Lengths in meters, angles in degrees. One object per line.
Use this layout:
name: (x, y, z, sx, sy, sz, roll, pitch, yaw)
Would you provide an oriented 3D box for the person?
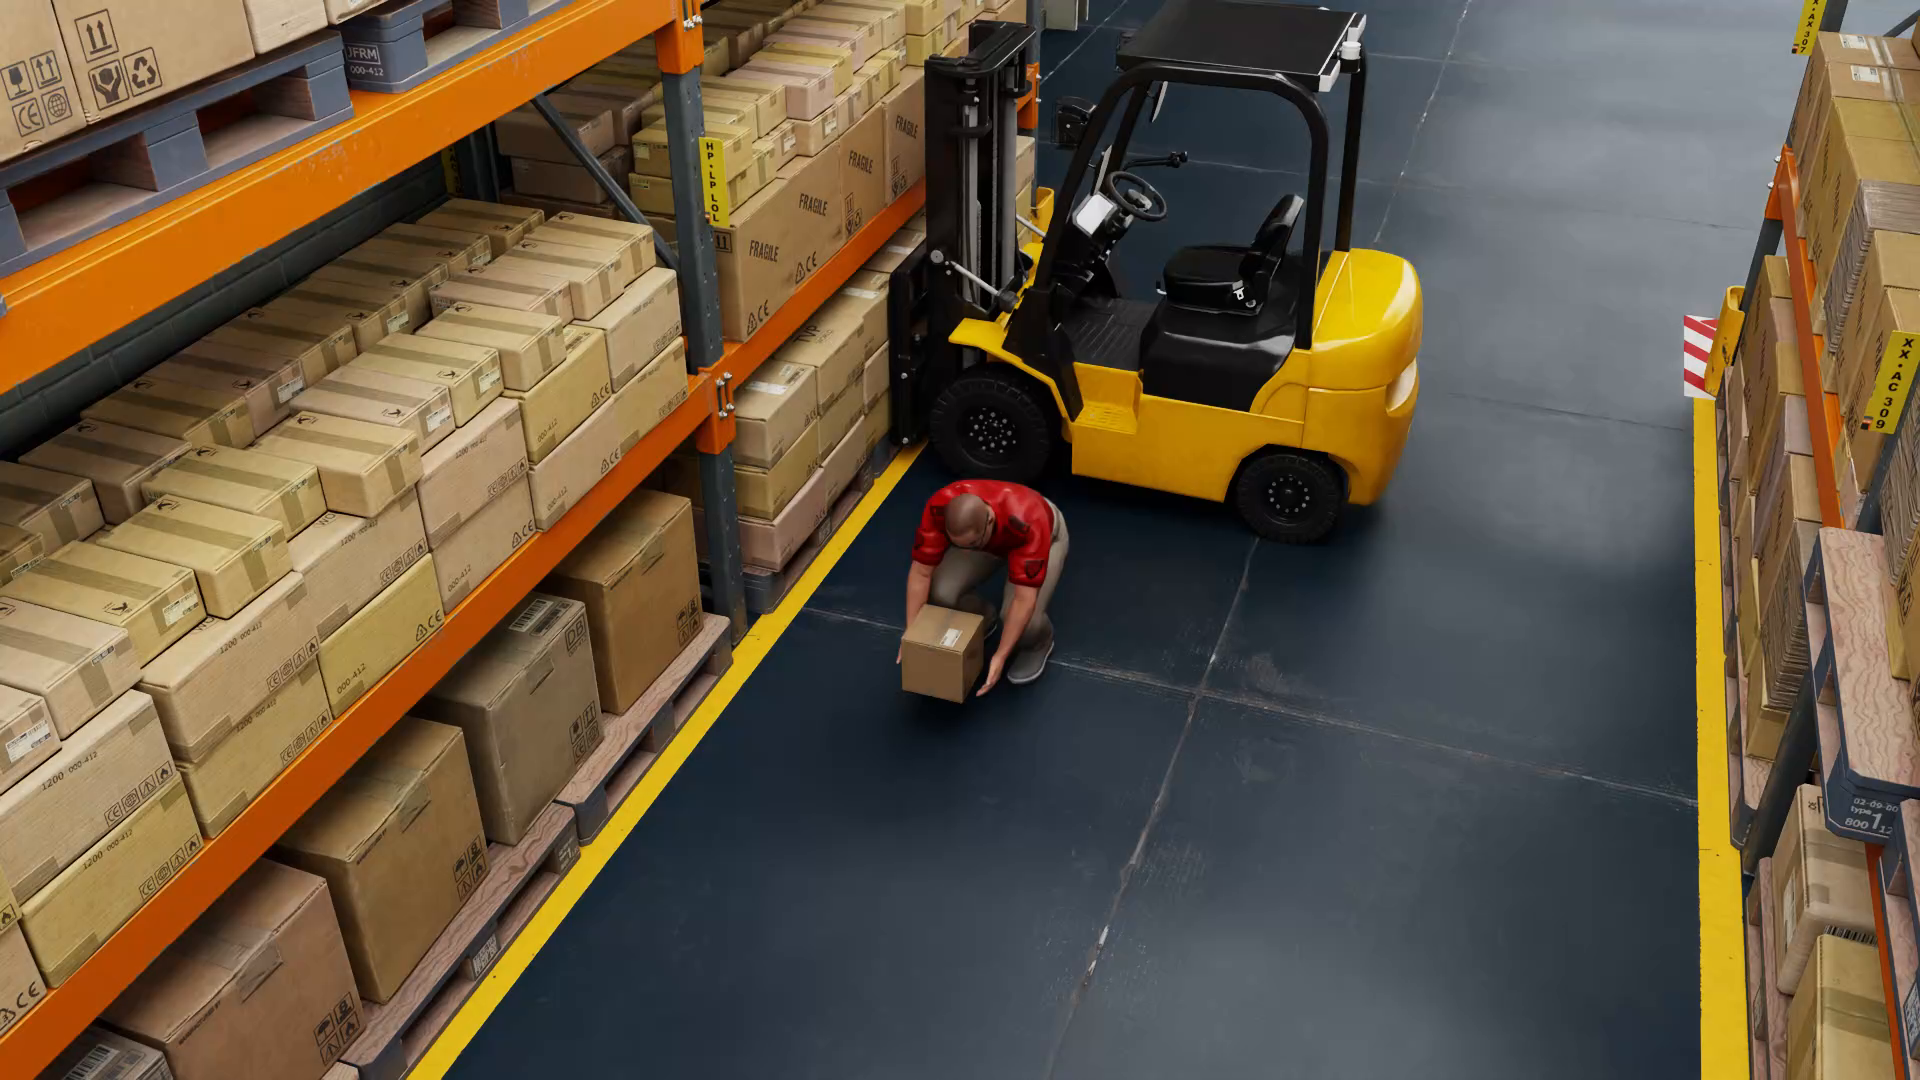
person: (0.138, 0.126, 6.620, 0.570, 1.016, 0.877, 17, 37, 25)
